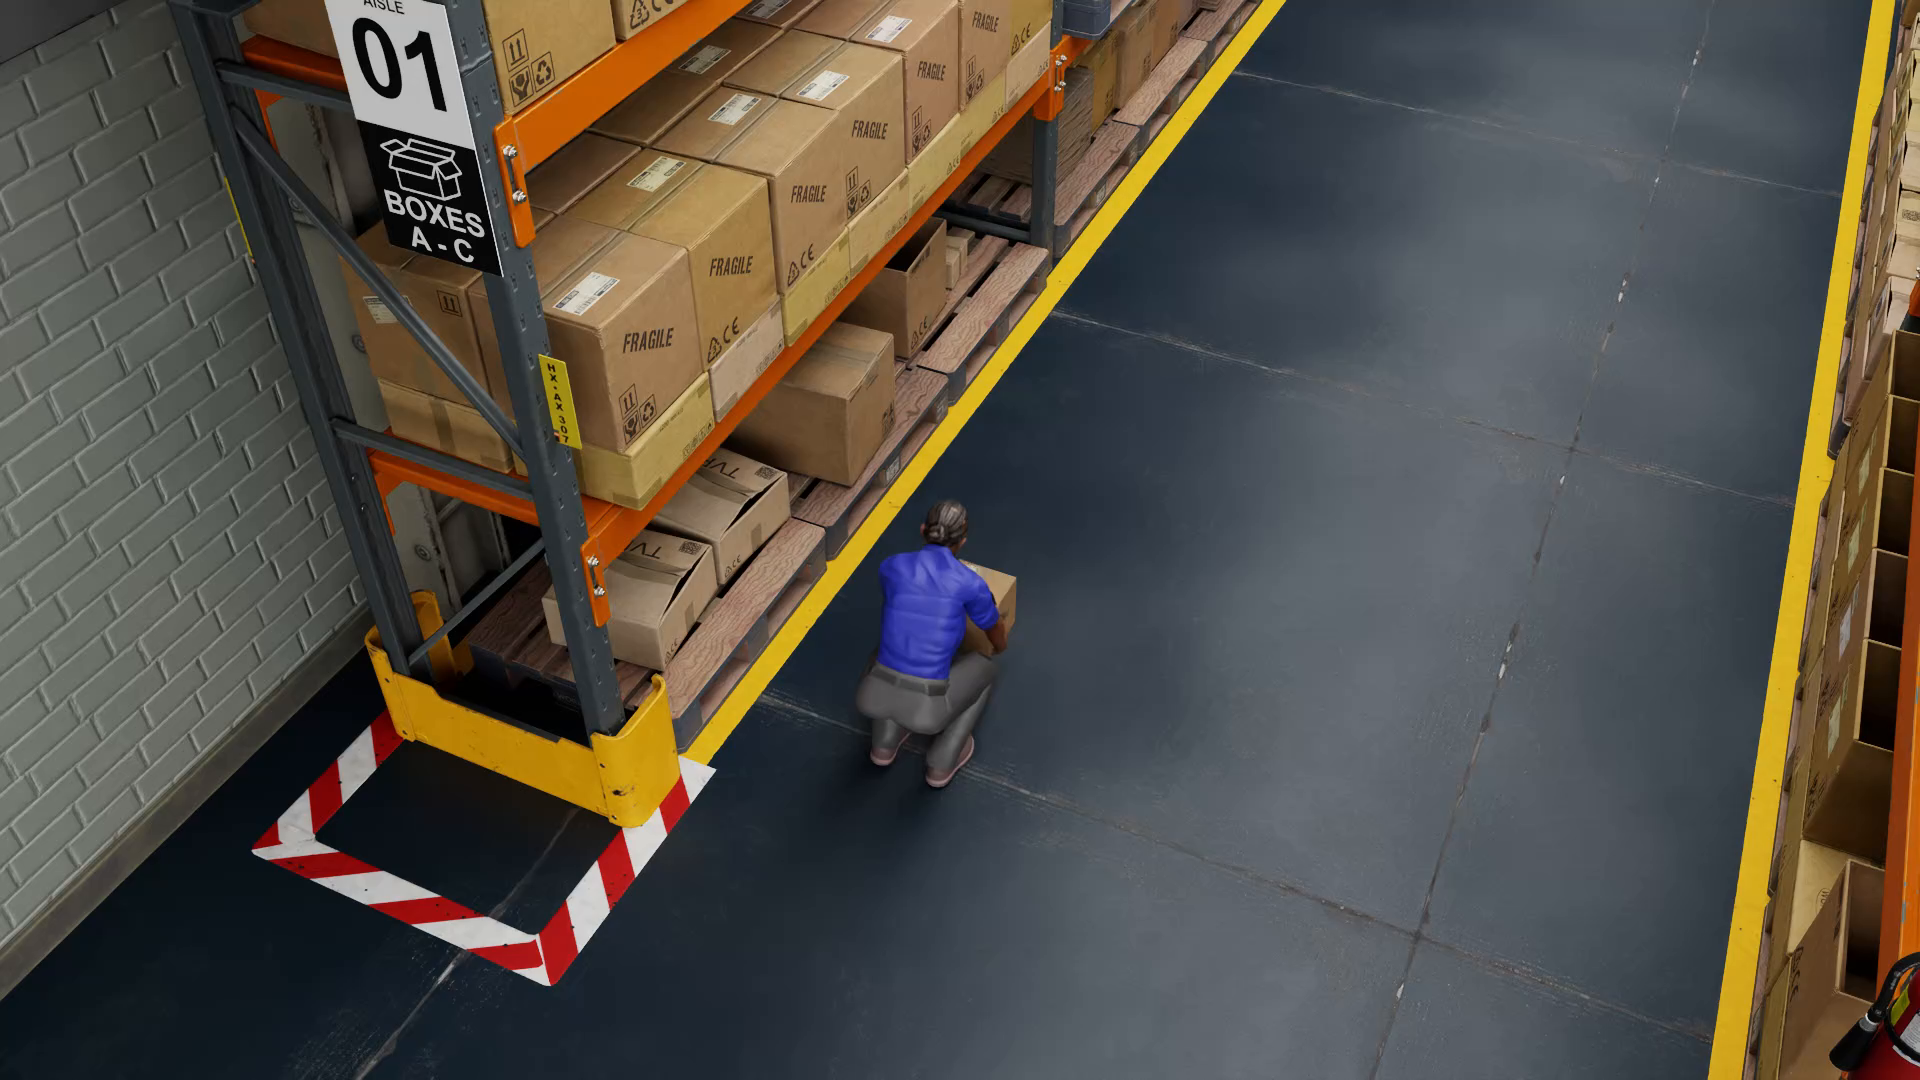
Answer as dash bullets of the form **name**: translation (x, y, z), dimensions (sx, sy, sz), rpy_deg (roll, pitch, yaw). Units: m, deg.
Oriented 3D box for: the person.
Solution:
- **person**: translation (-0.114, 0.394, 6.266), dimensions (0.484, 0.946, 0.821), rpy_deg (17, 45, 18)
